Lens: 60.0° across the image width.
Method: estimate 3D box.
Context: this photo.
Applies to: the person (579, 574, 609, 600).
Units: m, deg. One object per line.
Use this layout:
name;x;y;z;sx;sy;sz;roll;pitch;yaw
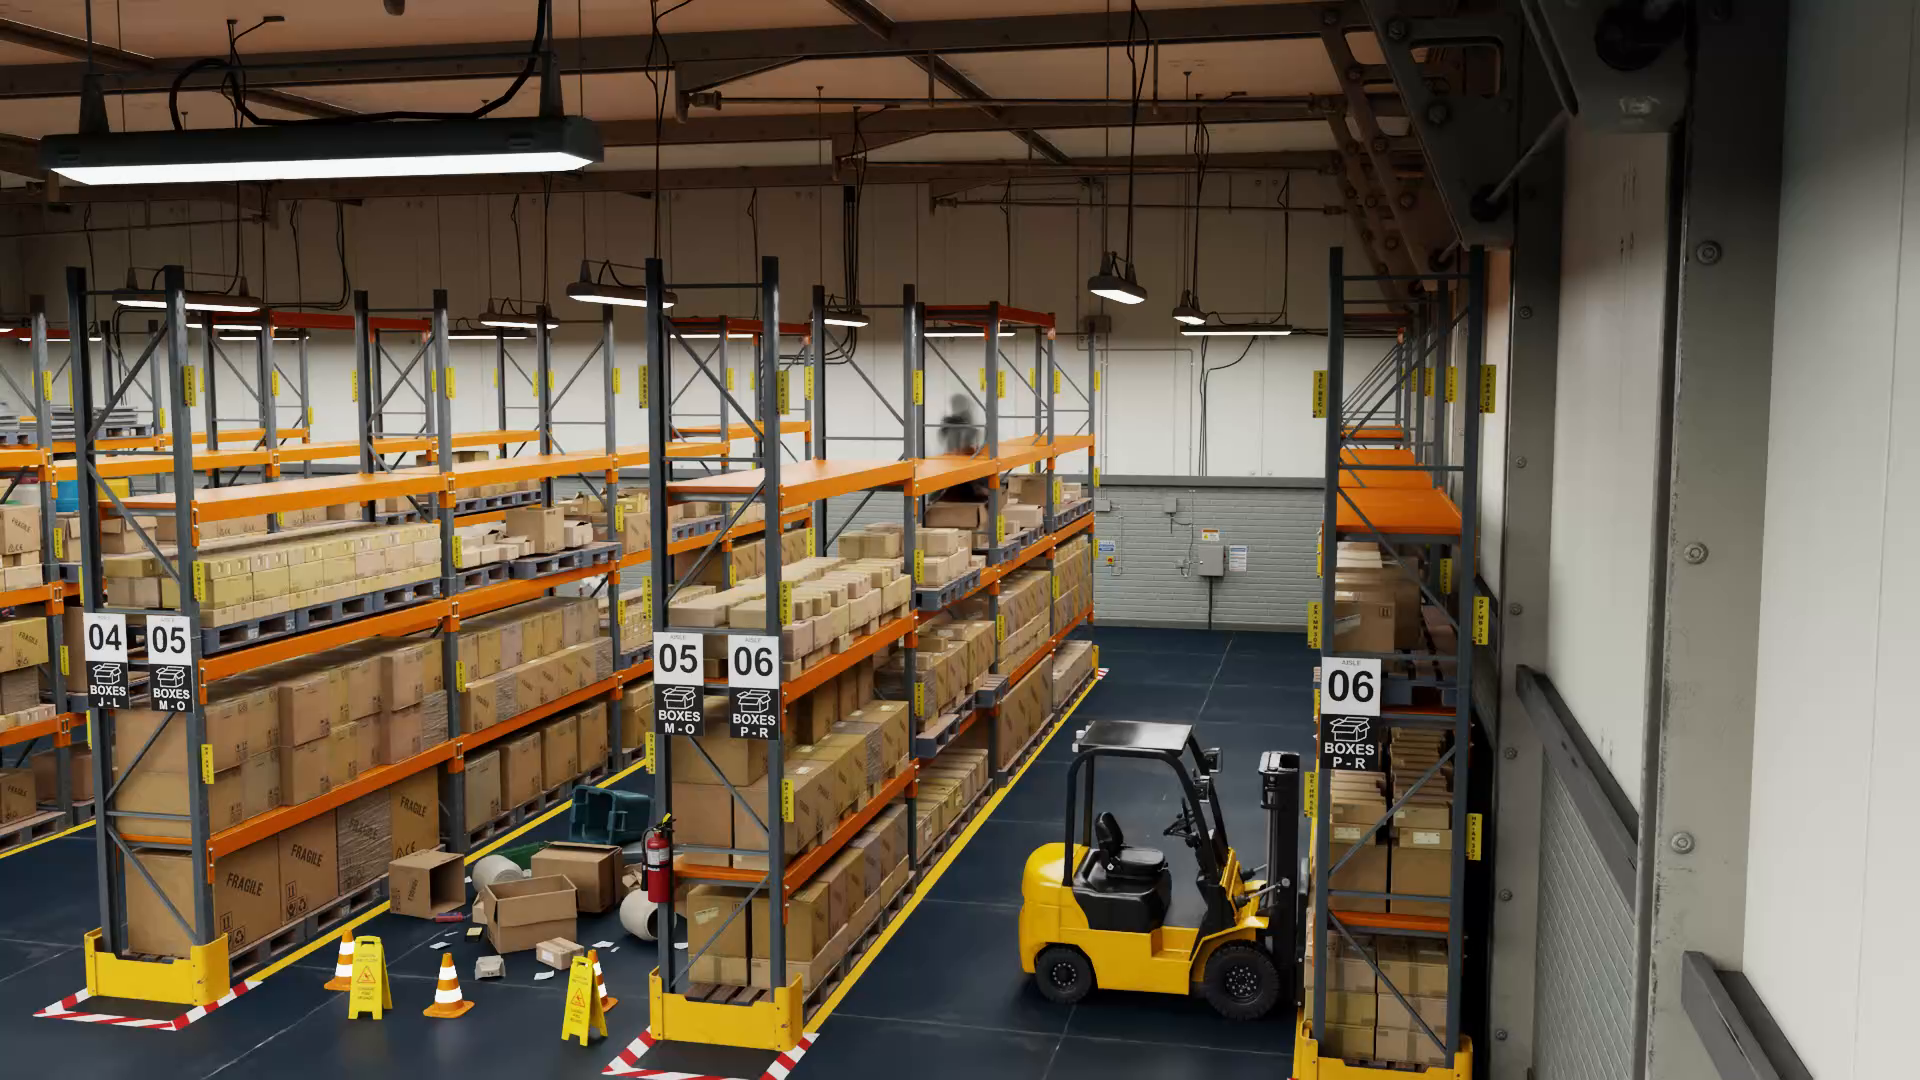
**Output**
person;-6.654;1.216;30.791;0.663;1.690;0.867;-4;7;-36
